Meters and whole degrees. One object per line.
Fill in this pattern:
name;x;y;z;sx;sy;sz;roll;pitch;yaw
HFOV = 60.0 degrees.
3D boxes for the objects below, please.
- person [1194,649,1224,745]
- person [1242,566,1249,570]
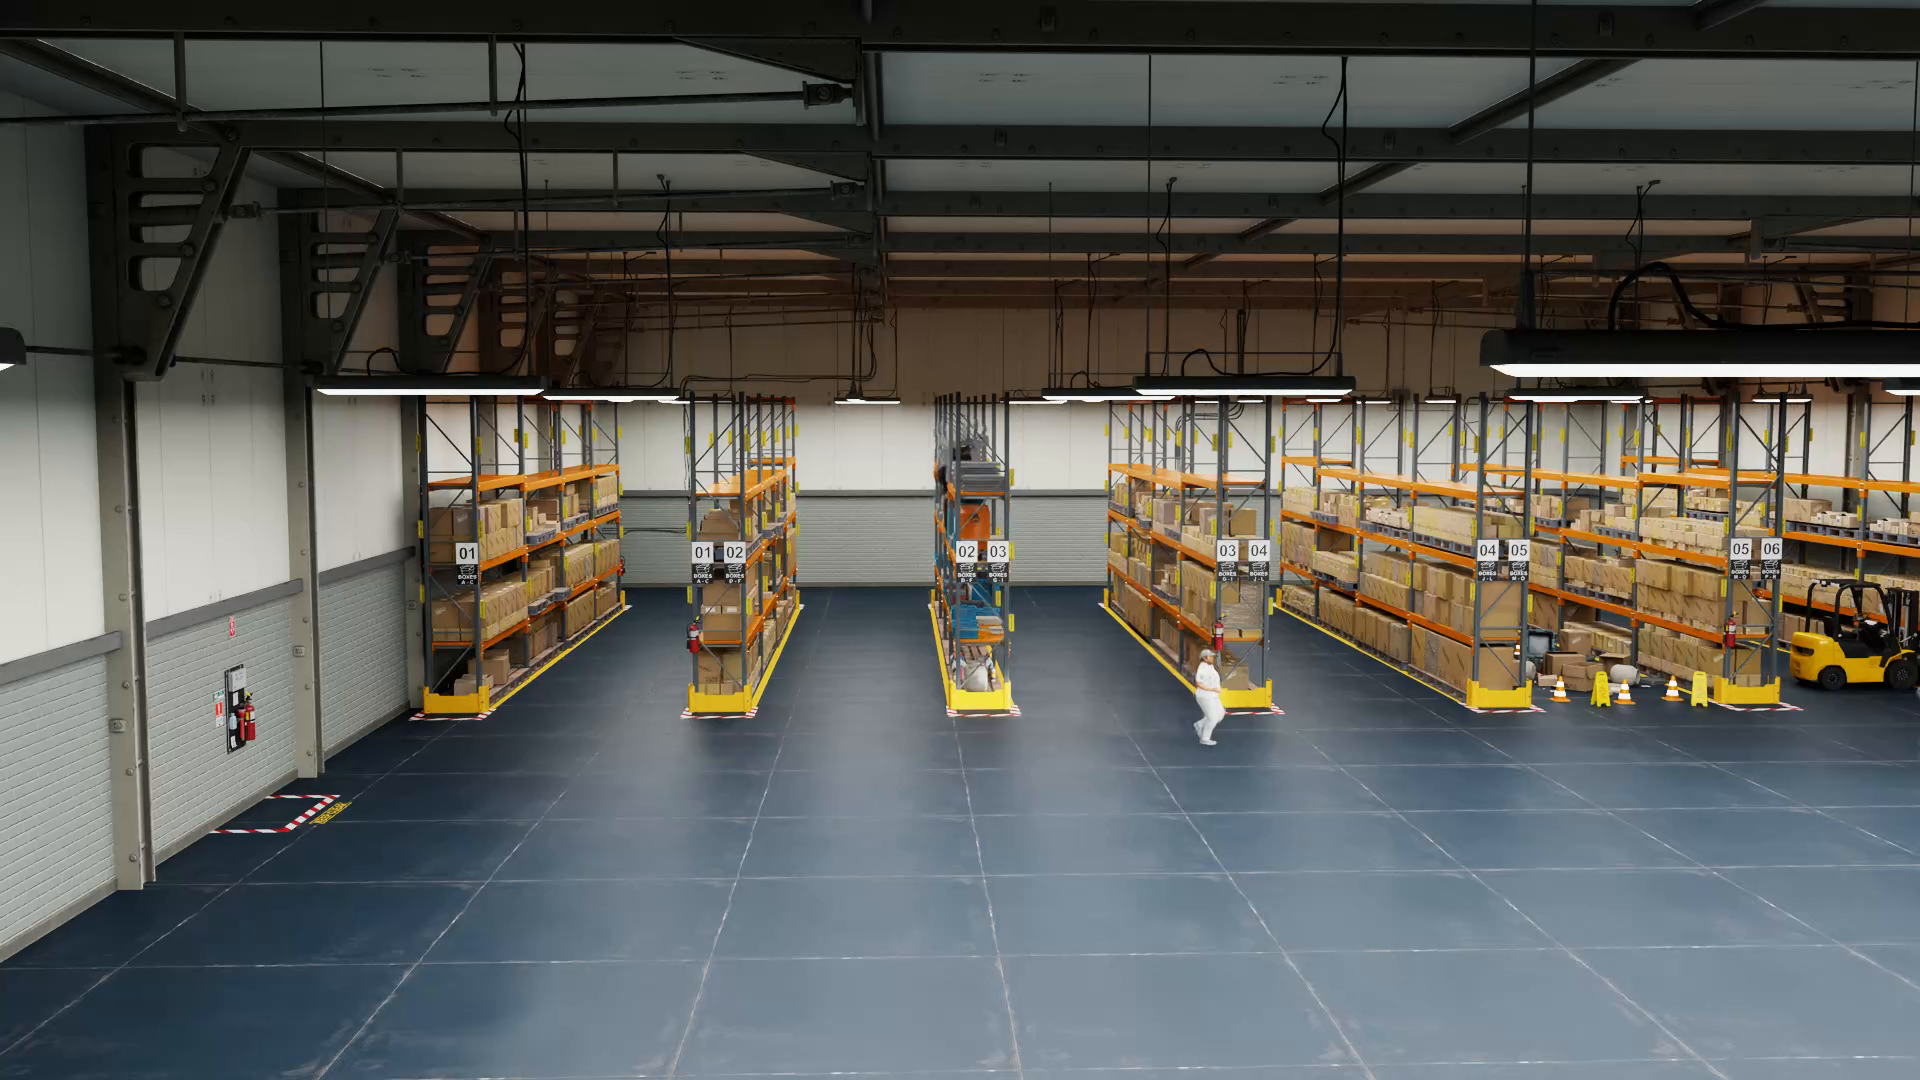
person;4.209;2.656;28.192;0.568;1.618;0.602;2;5;27
person;7.941;1.208;46.344;0.711;1.697;0.927;0;5;5
